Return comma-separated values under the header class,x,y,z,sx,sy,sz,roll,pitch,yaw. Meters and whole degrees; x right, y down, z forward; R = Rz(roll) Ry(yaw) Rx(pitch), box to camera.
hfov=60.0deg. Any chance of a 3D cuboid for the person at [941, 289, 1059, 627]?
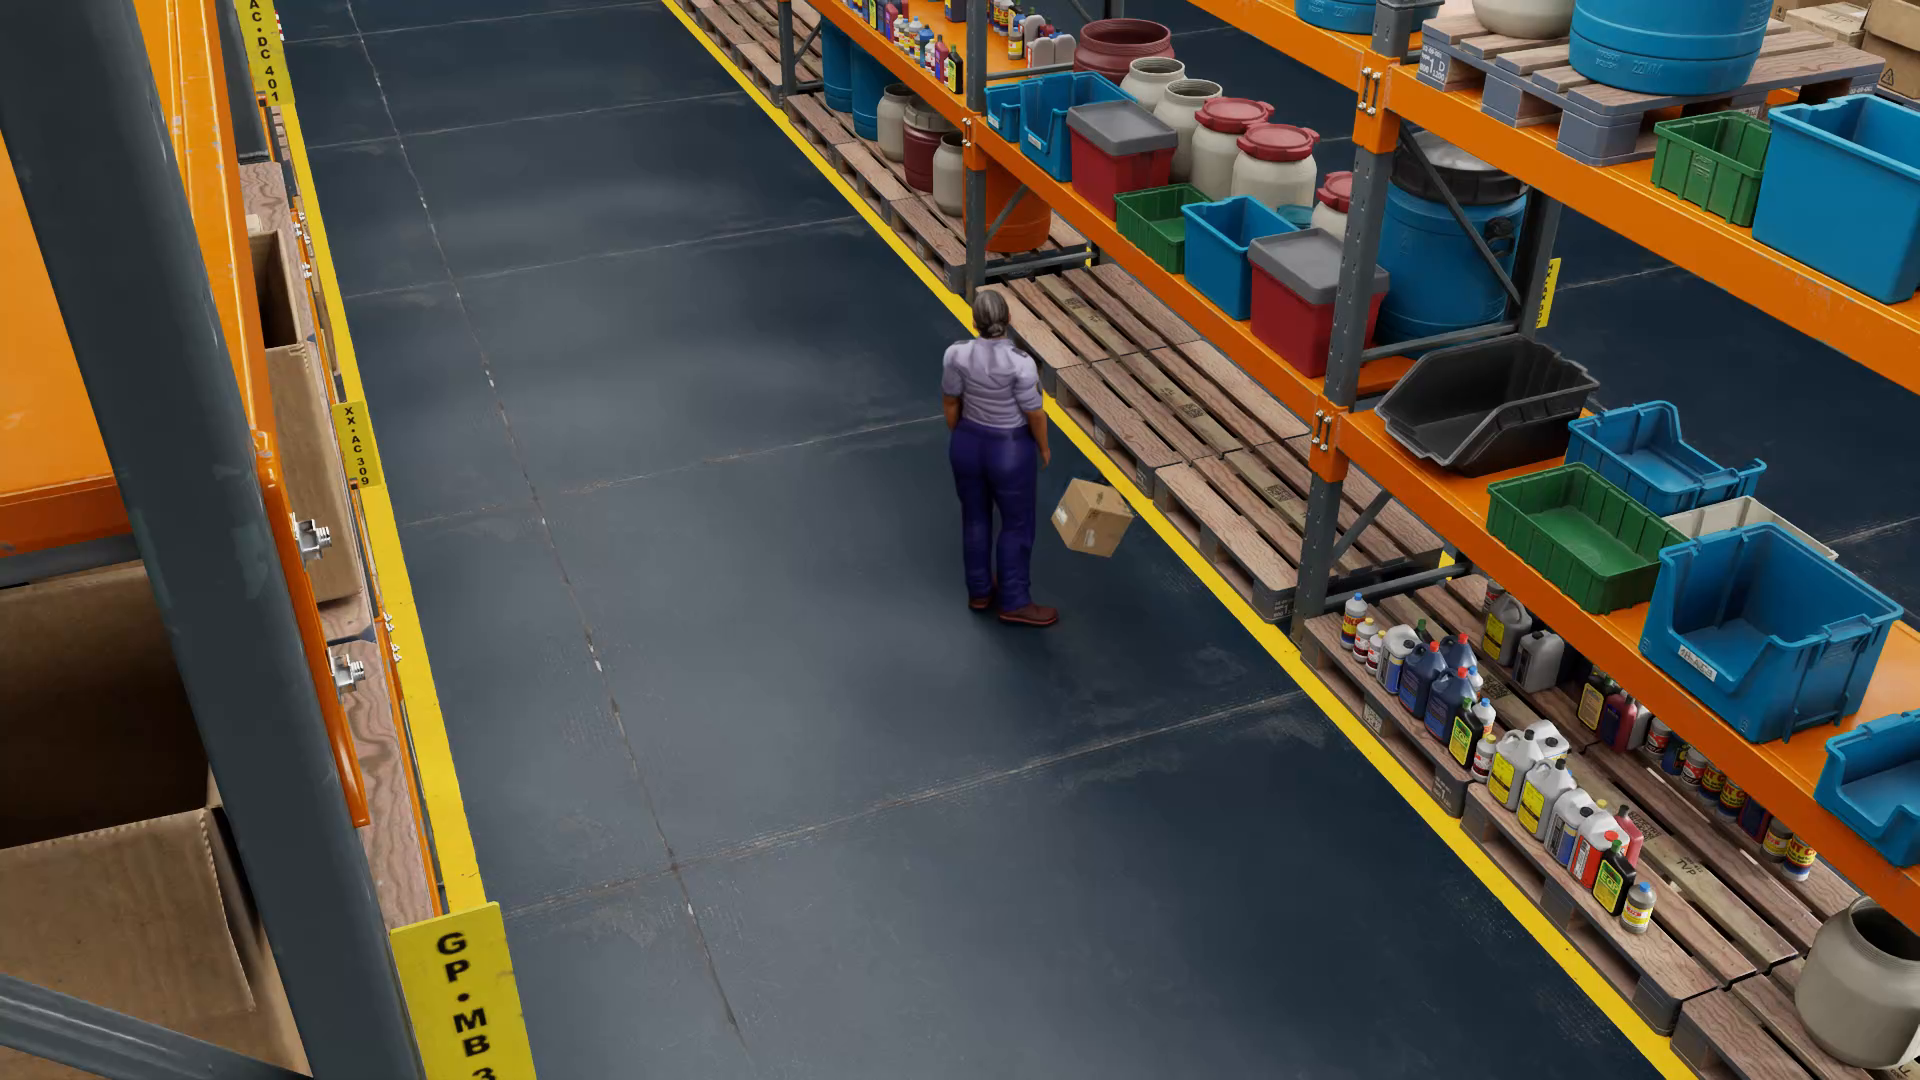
class,x,y,z,sx,sy,sz,roll,pitch,yaw
person,0.210,-0.387,7.711,0.614,1.656,0.369,15,37,22
